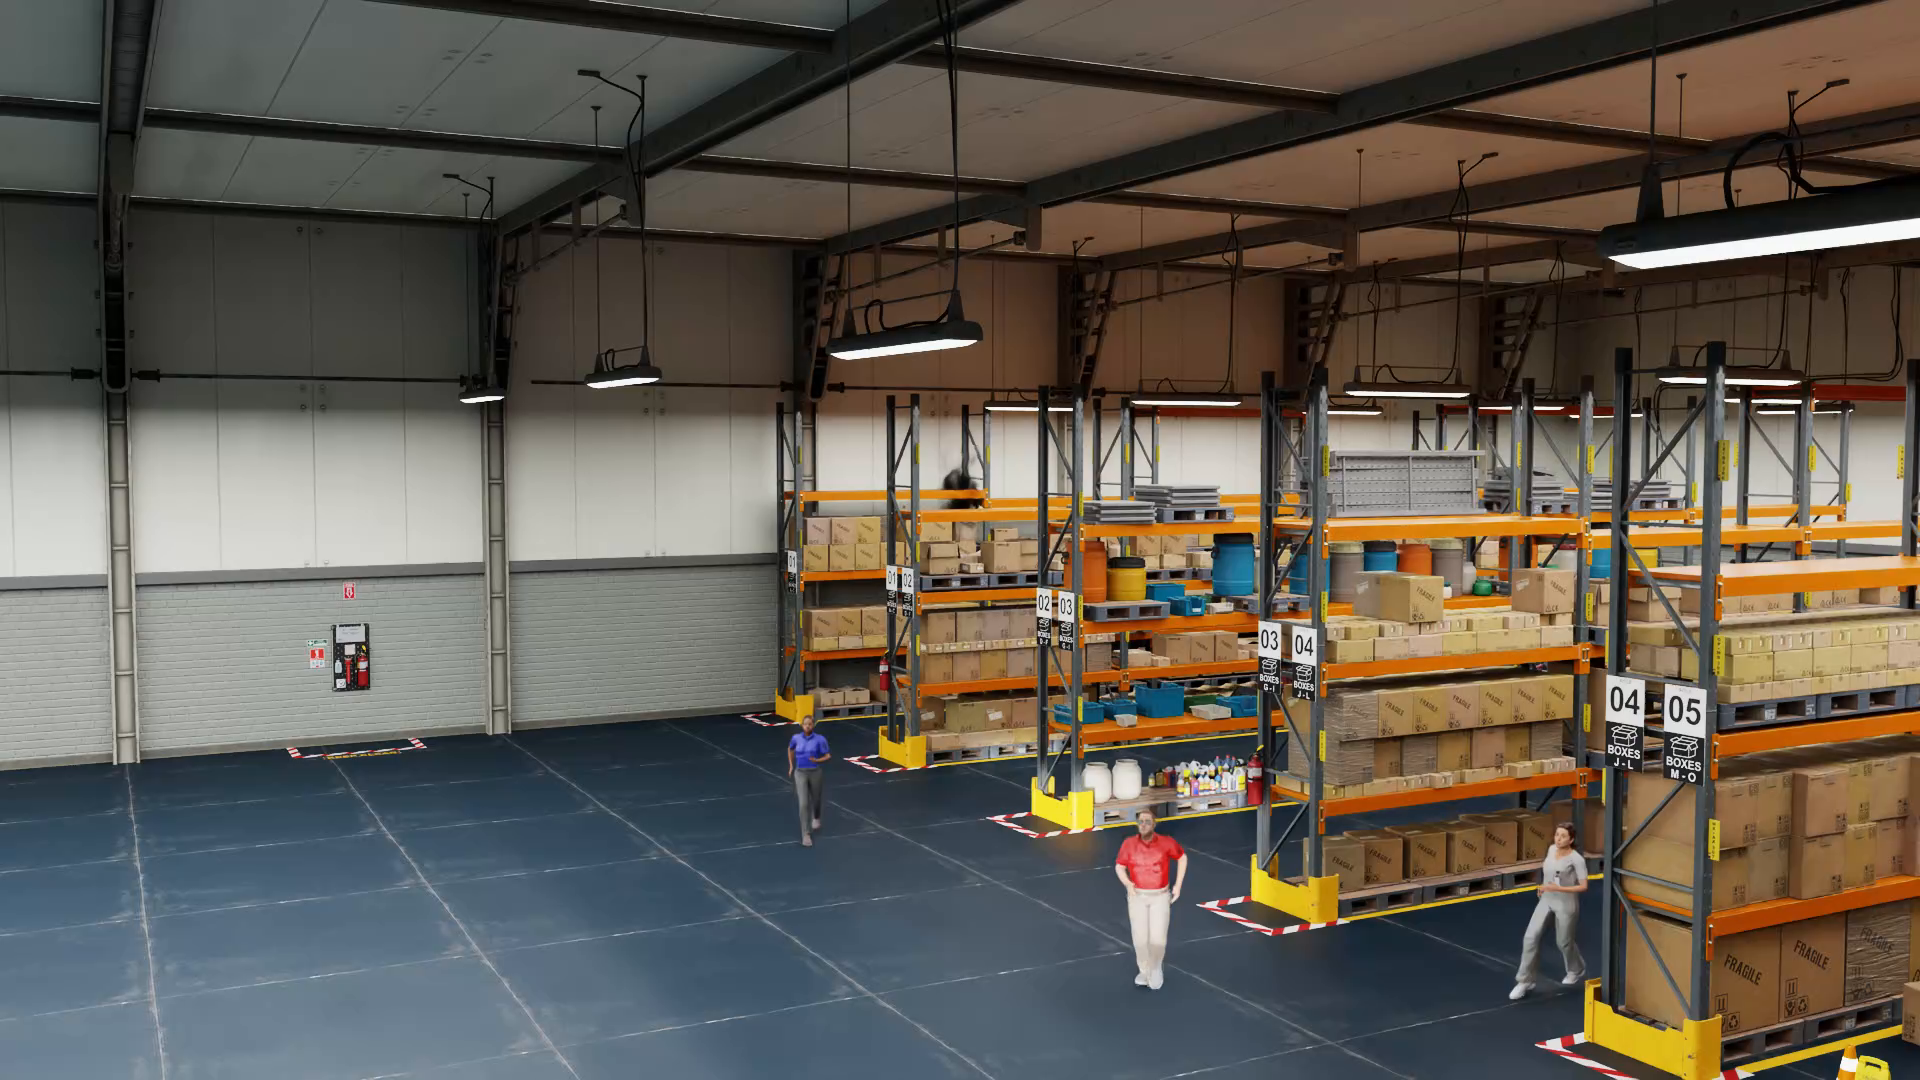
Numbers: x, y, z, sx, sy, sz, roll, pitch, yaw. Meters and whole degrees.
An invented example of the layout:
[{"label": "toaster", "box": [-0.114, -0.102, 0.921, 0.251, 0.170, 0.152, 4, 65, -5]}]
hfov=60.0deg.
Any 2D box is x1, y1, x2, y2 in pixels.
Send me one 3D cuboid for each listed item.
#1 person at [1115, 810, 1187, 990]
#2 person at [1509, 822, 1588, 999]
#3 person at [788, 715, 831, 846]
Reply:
[{"label": "person", "box": [1.793, 3.425, 15.789, 0.665, 1.699, 0.629, 1, 3, 15]}, {"label": "person", "box": [5.650, 3.457, 15.560, 0.874, 1.691, 0.578, -2, 4, -35]}, {"label": "person", "box": [-1.970, 3.131, 21.707, 0.576, 1.560, 0.911, 0, 3, -2]}]
